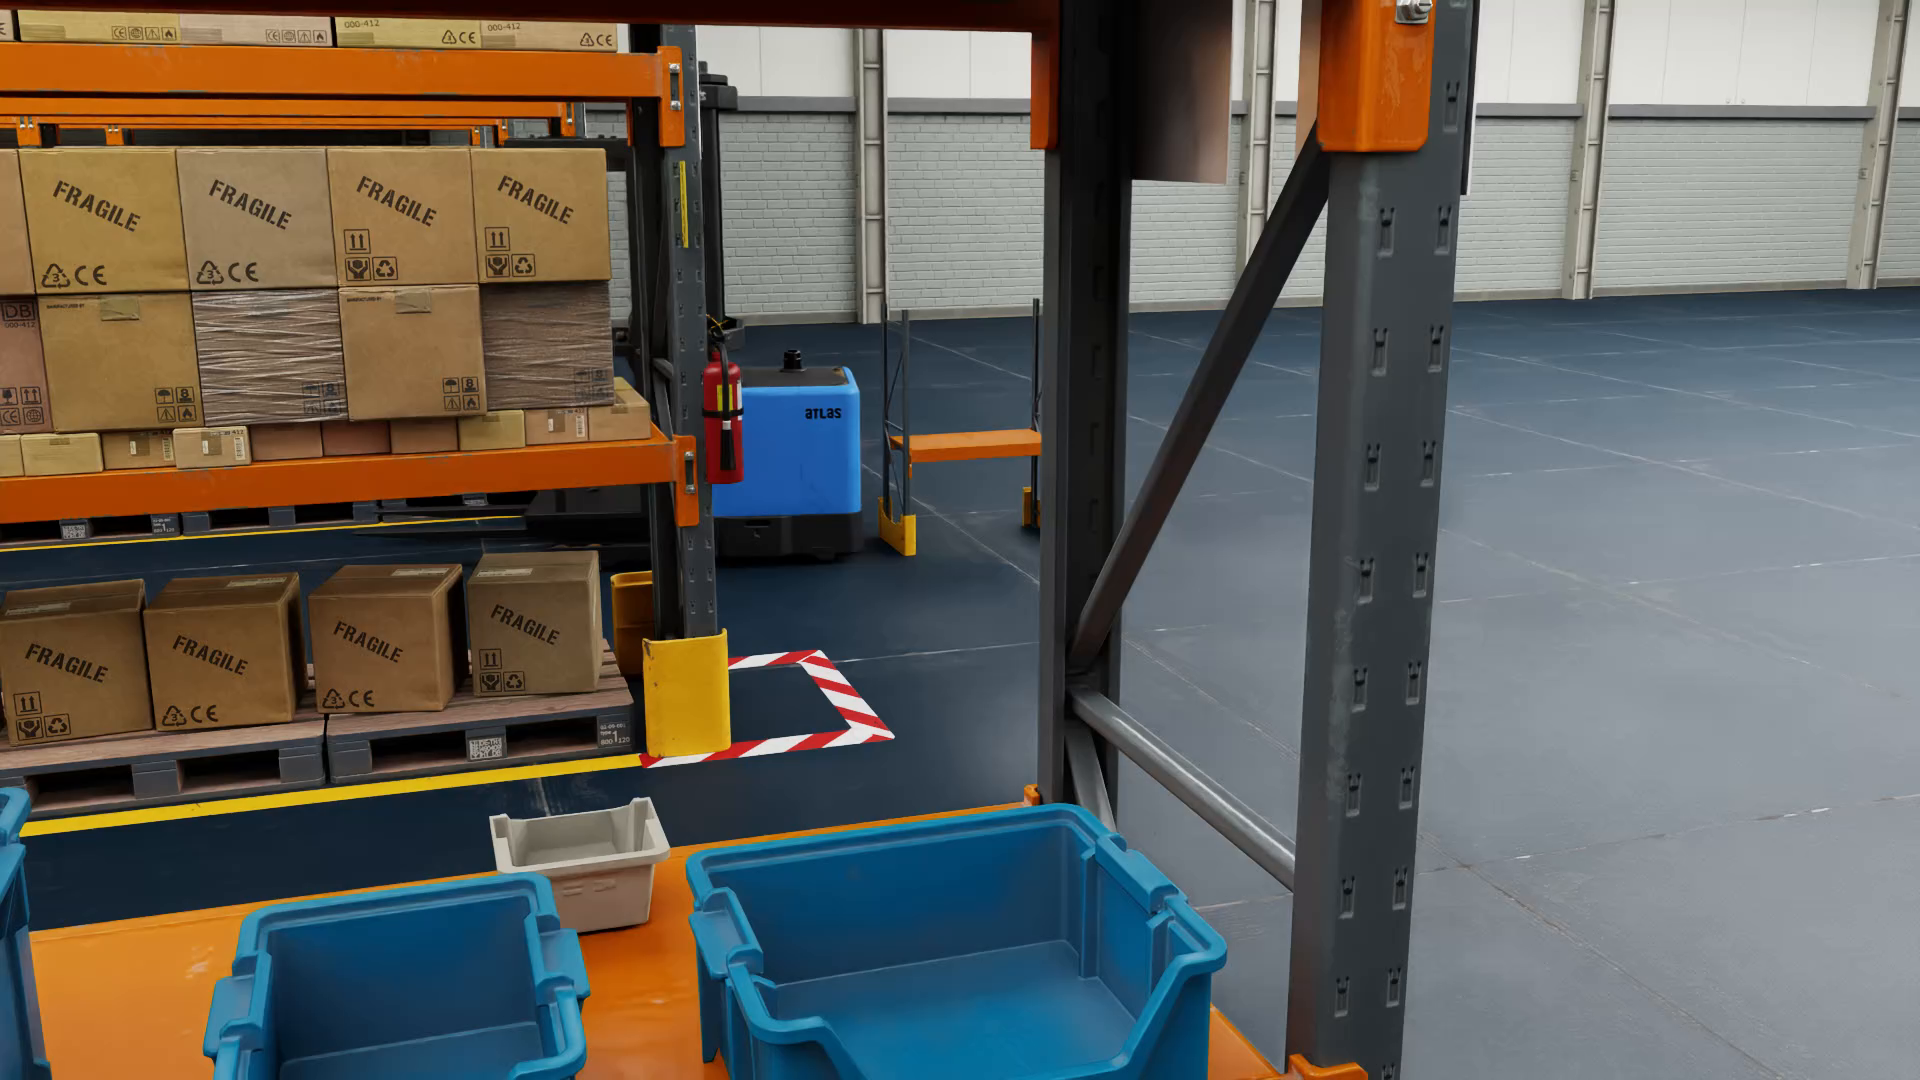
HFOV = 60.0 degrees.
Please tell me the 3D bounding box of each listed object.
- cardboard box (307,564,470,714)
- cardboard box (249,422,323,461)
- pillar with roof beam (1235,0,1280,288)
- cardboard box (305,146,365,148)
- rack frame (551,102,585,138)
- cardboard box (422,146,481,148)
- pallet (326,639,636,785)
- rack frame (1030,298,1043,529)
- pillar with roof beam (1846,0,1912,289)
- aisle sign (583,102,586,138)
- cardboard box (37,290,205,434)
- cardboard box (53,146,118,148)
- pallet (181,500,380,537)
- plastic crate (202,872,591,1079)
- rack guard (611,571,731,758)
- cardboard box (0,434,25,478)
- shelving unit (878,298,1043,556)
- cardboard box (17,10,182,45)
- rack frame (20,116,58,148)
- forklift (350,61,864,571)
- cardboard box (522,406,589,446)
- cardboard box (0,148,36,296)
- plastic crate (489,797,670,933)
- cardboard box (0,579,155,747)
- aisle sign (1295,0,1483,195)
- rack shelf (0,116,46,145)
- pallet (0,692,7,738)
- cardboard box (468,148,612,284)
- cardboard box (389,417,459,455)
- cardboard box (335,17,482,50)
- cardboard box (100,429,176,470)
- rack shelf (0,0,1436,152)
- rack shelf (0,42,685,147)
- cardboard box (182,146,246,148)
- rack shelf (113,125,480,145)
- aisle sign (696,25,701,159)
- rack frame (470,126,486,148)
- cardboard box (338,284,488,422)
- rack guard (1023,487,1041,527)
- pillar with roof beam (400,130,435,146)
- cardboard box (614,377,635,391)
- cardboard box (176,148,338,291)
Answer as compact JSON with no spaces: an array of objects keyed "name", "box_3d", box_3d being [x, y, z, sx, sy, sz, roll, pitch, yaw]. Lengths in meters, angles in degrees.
[{"name":"cardboard box","box_3d":[-2.377,0.404,6.956,0.500,0.500,0.500,-1,13,-3]},{"name":"cardboard box","box_3d":[-2.608,-0.417,6.458,0.250,0.149,0.380,-4,14,-18]},{"name":"pillar with roof beam","box_3d":[5.827,-6.970,20.498,0.400,9.000,9.100,-4,14,-18]},{"name":"cardboard box","box_3d":[-5.732,-3.373,15.323,0.500,0.500,0.700,-5,14,-19]},{"name":"rack frame","box_3d":[-2.710,-1.797,11.715,0.127,3.000,1.000,-4,14,-18]},{"name":"cardboard box","box_3d":[-4.799,-3.469,15.726,0.500,0.500,0.700,-5,14,-19]},{"name":"pallet","box_3d":[-2.077,0.713,7.190,1.213,0.211,1.003,-4,14,-18]},{"name":"rack frame","box_3d":[0.563,-0.773,10.653,0.032,1.500,0.500,-4,14,-18]},{"name":"pillar with roof beam","box_3d":[17.201,-7.855,24.221,0.400,9.000,9.100,-4,14,-18]},{"name":"aisle sign","box_3d":[-2.547,-3.001,11.160,0.004,0.787,0.394,-4,14,-18]},{"name":"cardboard box","box_3d":[-3.155,-0.735,6.394,0.500,0.500,0.875,-4,14,-18]},{"name":"cardboard box","box_3d":[-7.690,-3.245,14.782,0.500,0.500,0.700,-5,14,-19]},{"name":"pallet","box_3d":[-4.597,-0.275,11.343,1.213,0.211,1.003,-4,14,-18]},{"name":"plastic crate","box_3d":[-0.641,0.606,1.933,0.408,0.251,0.499,-4,14,-18]},{"name":"rack guard","box_3d":[-1.296,0.520,7.376,0.348,0.500,1.175,-4,14,-18]},{"name":"cardboard box","box_3d":[-3.539,-0.332,6.098,0.250,0.149,0.380,-4,14,-18]},{"name":"shelving unit","box_3d":[0.072,-0.735,10.493,1.083,1.500,0.587,-4,14,-18]},{"name":"cardboard box","box_3d":[-3.036,-1.885,5.927,0.500,0.250,0.500,-5,14,-19]},{"name":"rack frame","box_3d":[-8.176,-2.580,15.007,0.127,3.000,1.000,-4,14,-18]},{"name":"forklift","box_3d":[-2.140,-1.361,10.032,3.031,2.935,1.130,-2,13,-7]},{"name":"cardboard box","box_3d":[-1.666,-0.495,6.784,0.250,0.149,0.380,-4,14,-18]},{"name":"cardboard box","box_3d":[-3.560,-1.138,5.924,0.500,0.500,0.500,-4,14,-18]},{"name":"plastic crate","box_3d":[-0.595,0.508,2.593,0.250,0.136,0.298,-4,14,-18]},{"name":"cardboard box","box_3d":[-3.520,0.478,6.647,0.500,0.500,0.500,-6,15,-23]},{"name":"aisle sign","box_3d":[0.518,-0.820,1.991,0.004,0.787,0.394,-4,14,-18]},{"name":"rack shelf","box_3d":[-10.071,-3.542,14.122,4.000,0.370,1.077,-4,14,-18]},{"name":"pallet","box_3d":[-4.390,0.893,6.433,1.213,0.211,1.003,-4,14,-18]},{"name":"cardboard box","box_3d":[-1.667,-1.287,6.550,0.500,0.500,0.500,-4,14,-18]},{"name":"cardboard box","box_3d":[-2.128,-0.450,6.595,0.250,0.149,0.380,-4,14,-18]},{"name":"cardboard box","box_3d":[-2.072,-1.959,6.239,0.500,0.250,0.500,-4,14,-18]},{"name":"cardboard box","box_3d":[-3.076,-0.376,6.285,0.250,0.149,0.380,-4,14,-18]},{"name":"rack shelf","box_3d":[-1.540,-0.577,1.659,4.000,0.370,1.077,-4,14,-18]},{"name":"rack shelf","box_3d":[-3.120,-1.663,6.226,4.000,0.370,1.077,-4,14,-18]},{"name":"cardboard box","box_3d":[-6.714,-3.309,15.051,0.500,0.500,0.700,-5,14,-19]},{"name":"rack shelf","box_3d":[-7.867,-4.925,19.939,4.000,0.370,1.077,-4,14,-18]},{"name":"aisle sign","box_3d":[-1.070,-1.905,6.552,0.004,0.787,0.394,-4,14,-18]},{"name":"rack frame","box_3d":[-5.971,-3.963,20.823,0.127,3.000,1.000,-4,14,-18]},{"name":"cardboard box","box_3d":[-2.190,-0.797,6.653,0.500,0.500,0.875,-4,14,-18]},{"name":"rack guard","box_3d":[0.544,-0.164,10.792,0.087,0.250,0.587,-4,14,-18]},{"name":"pillar with roof beam","box_3d":[-5.546,-6.084,16.775,0.400,9.000,9.100,-4,14,-18]},{"name":"cardboard box","box_3d":[-1.570,-0.611,7.271,0.250,0.149,0.380,-4,14,-18]},{"name":"cardboard box","box_3d":[-2.613,-1.212,6.237,0.500,0.500,0.500,-4,14,-18]}]
